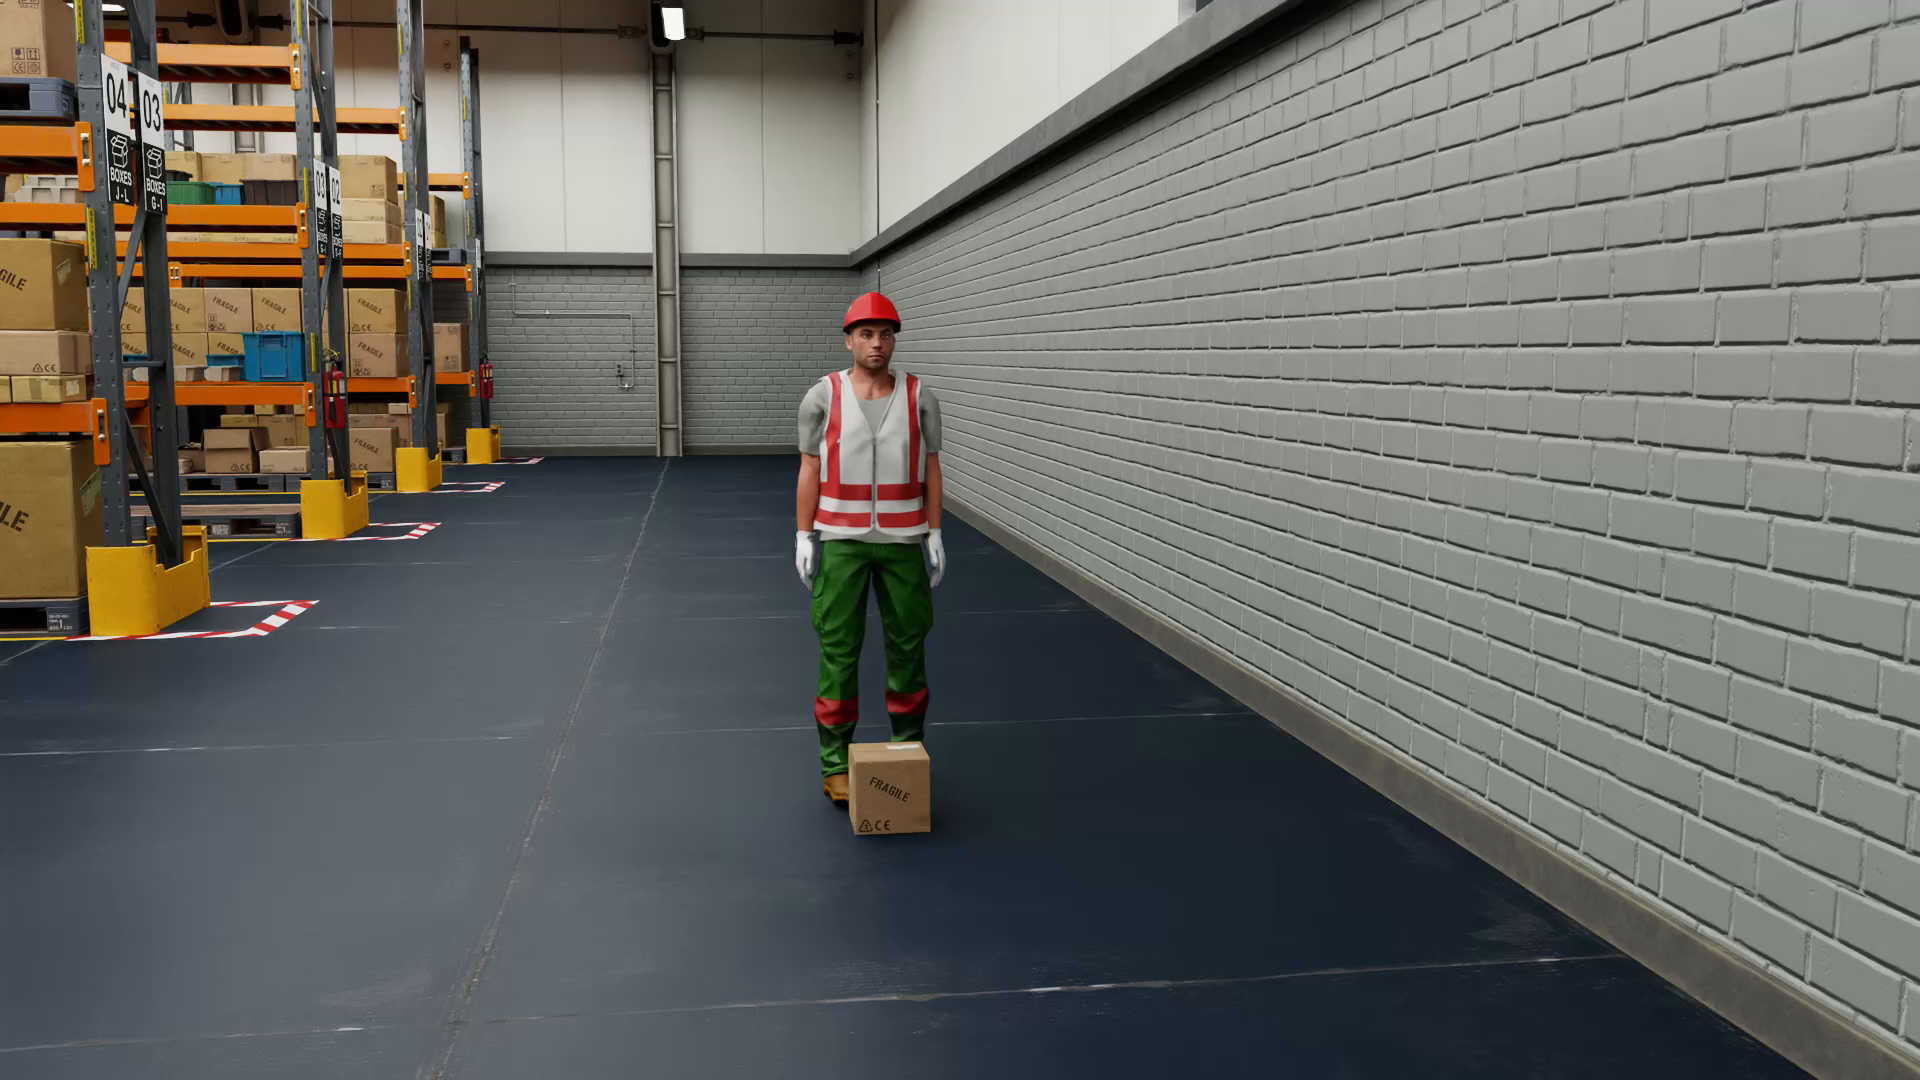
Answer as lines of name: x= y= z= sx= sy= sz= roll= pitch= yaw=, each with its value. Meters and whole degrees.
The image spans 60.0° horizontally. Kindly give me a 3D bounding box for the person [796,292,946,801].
person: x=-0.310 y=0.025 z=5.917 sx=0.540 sy=1.802 sz=0.485 roll=-1 pitch=6 yaw=-9
